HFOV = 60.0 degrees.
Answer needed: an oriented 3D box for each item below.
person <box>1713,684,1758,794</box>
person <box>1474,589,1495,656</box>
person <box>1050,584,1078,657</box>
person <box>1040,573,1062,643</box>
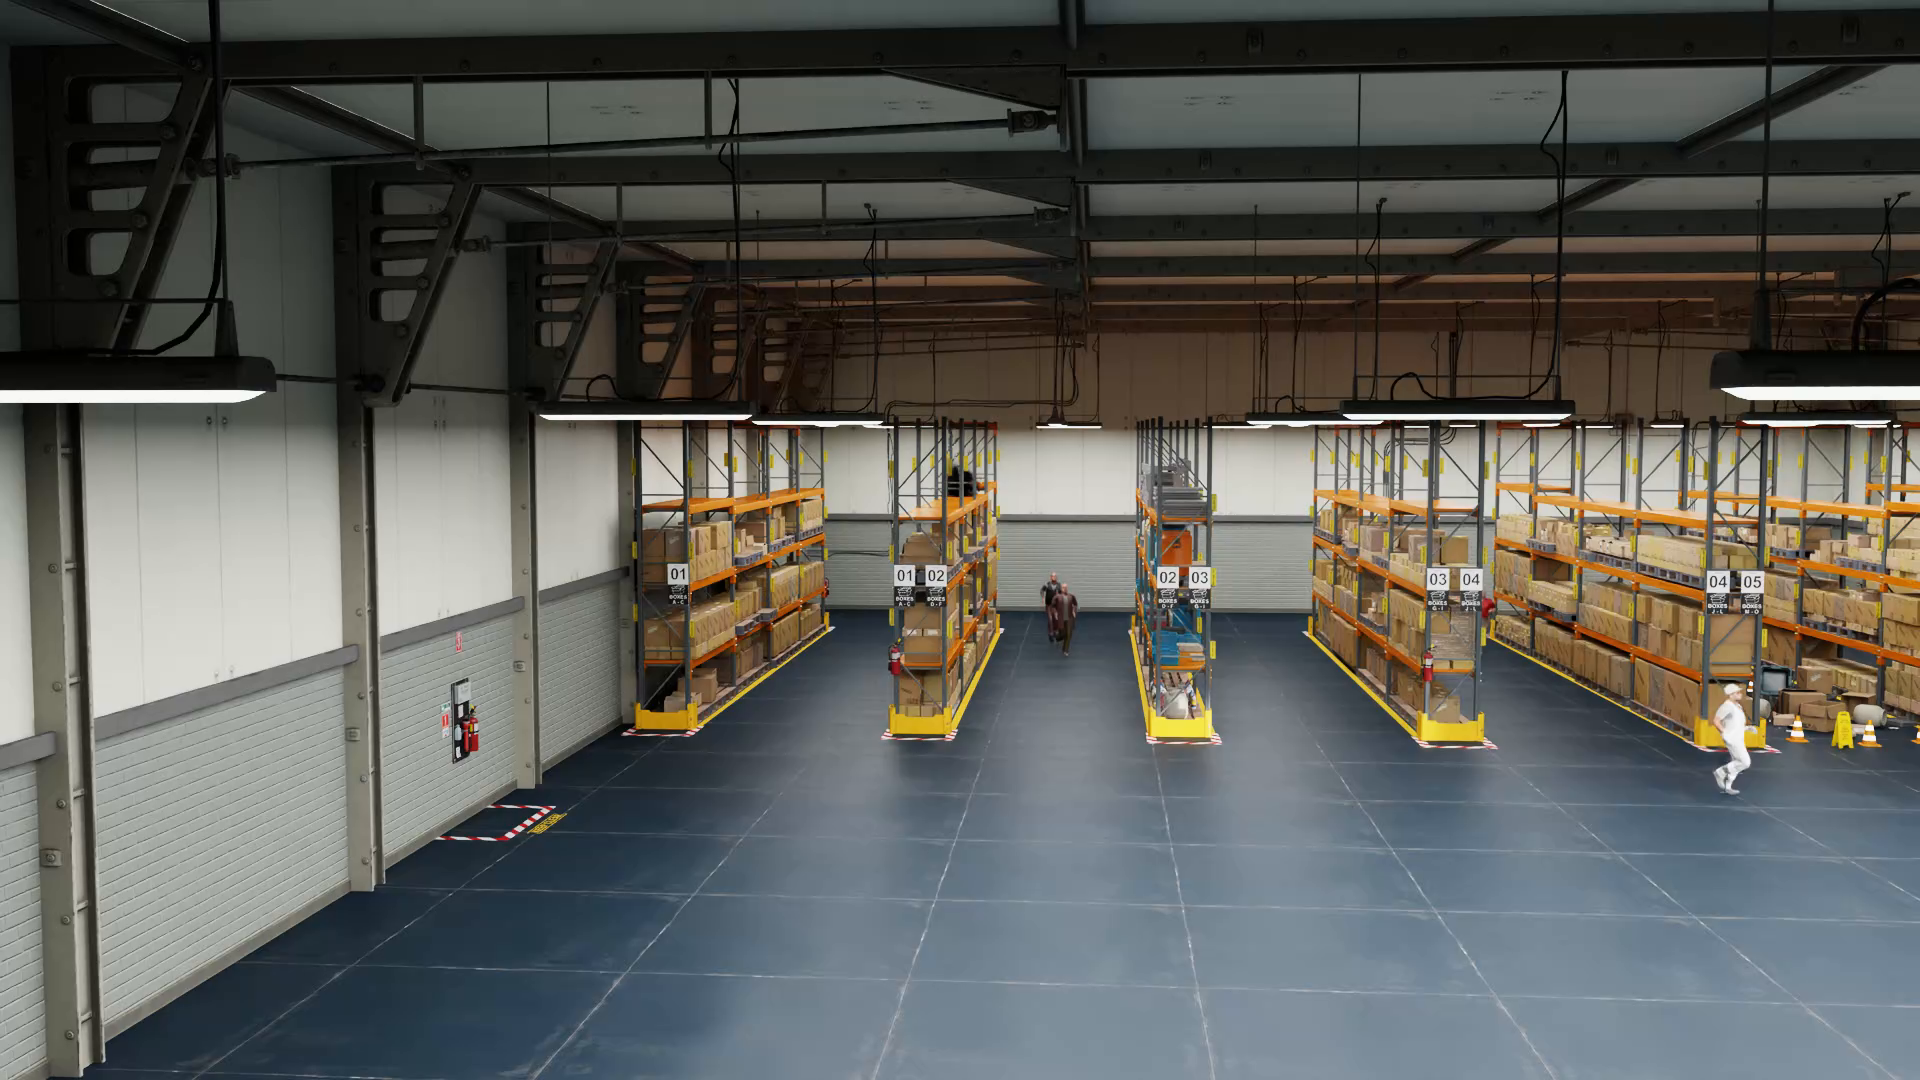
[{"bbox_3d":[12.200,3.139,26.150,0.591,1.739,0.671,3,5,40],"label":"person"},{"bbox_3d":[13.310,2.123,42.365,0.627,1.777,0.738,0,4,7],"label":"person"},{"bbox_3d":[2.537,1.933,40.354,0.711,1.752,0.756,-1,4,-9],"label":"person"},{"bbox_3d":[2.438,1.739,43.303,0.636,1.782,0.796,0,4,-6],"label":"person"}]
